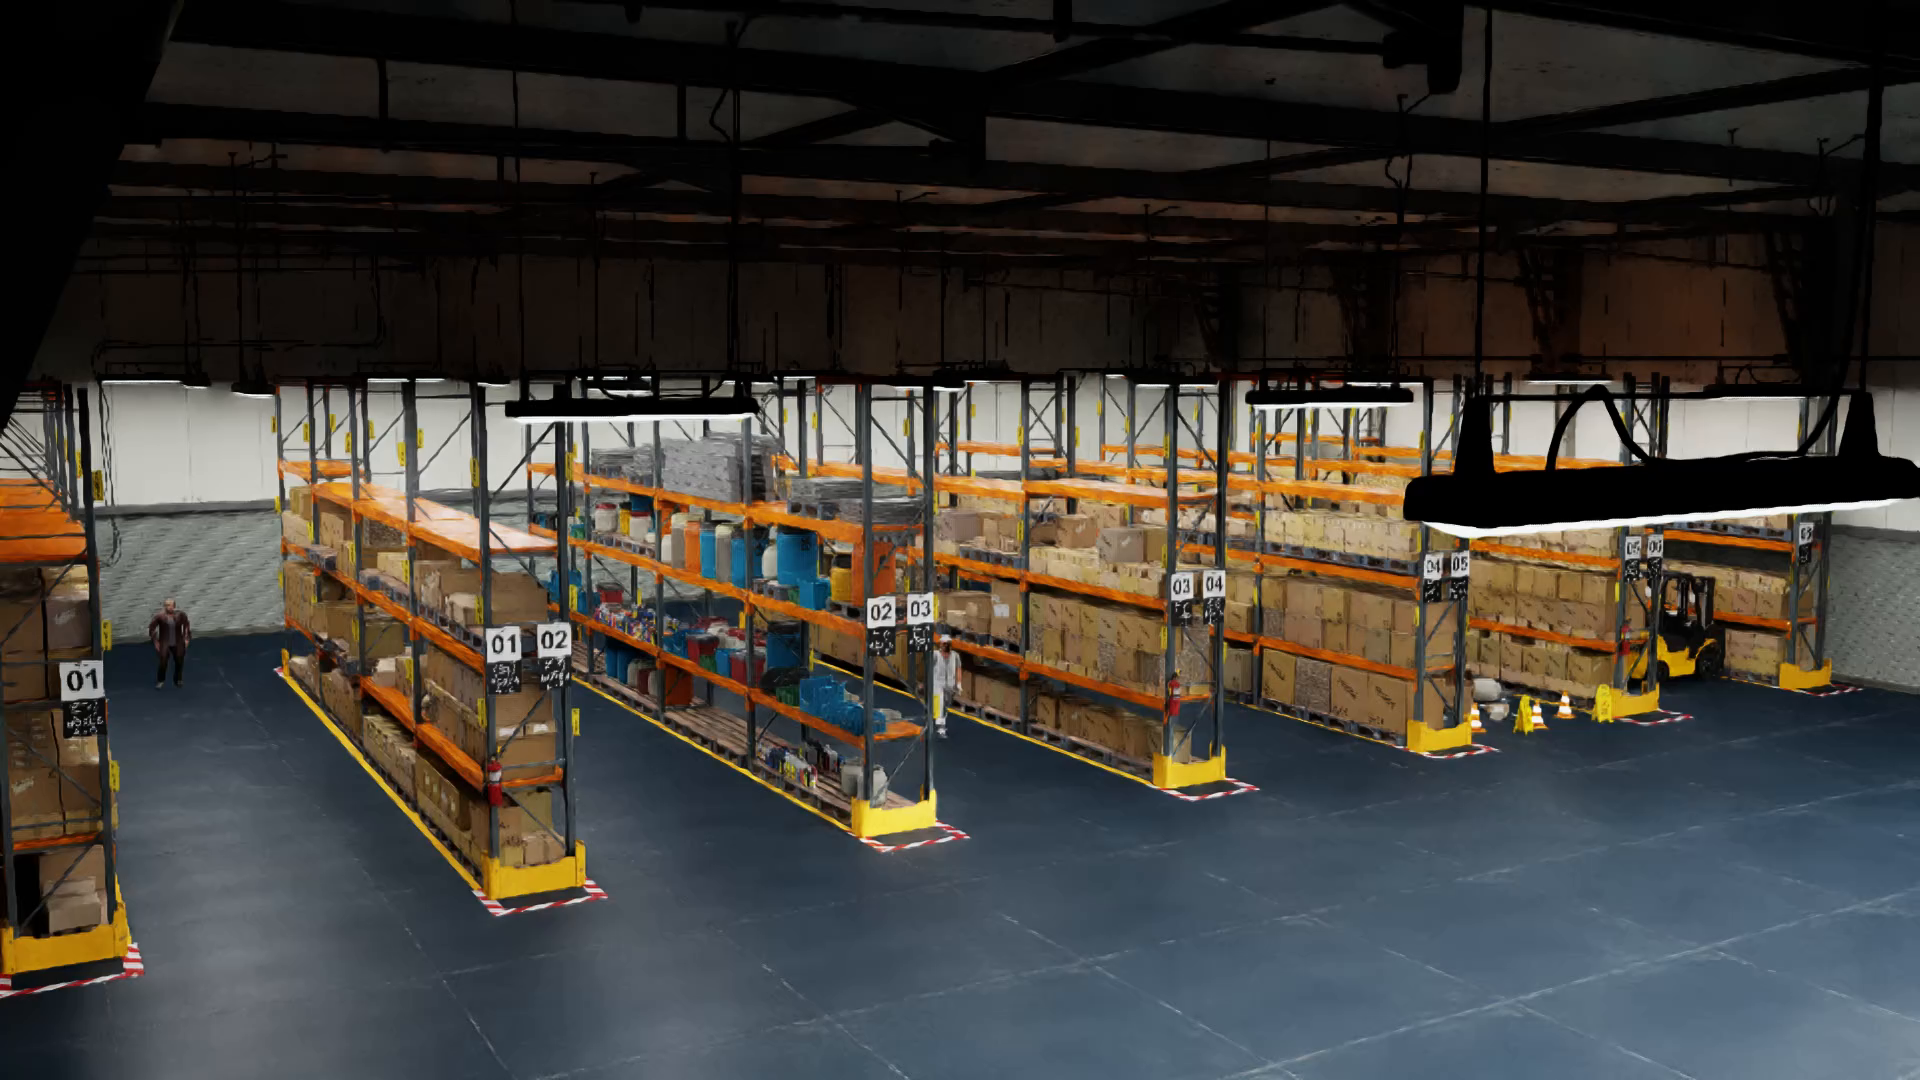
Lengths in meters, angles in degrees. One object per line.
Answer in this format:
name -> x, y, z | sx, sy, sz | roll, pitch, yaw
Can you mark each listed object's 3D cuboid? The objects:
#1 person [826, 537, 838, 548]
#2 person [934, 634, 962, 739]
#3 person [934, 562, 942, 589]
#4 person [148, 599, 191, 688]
person -> -3.282, 0.741, 43.480 | 0.624, 1.659, 0.454 | 3, 7, 28
person -> -0.236, 2.419, 27.776 | 0.535, 1.725, 1.024 | -2, 7, -20
person -> -0.699, 1.289, 38.782 | 0.592, 1.629, 0.532 | -4, 7, -32
person -> -15.196, 1.977, 31.995 | 0.729, 1.733, 0.546 | -4, 7, -32
